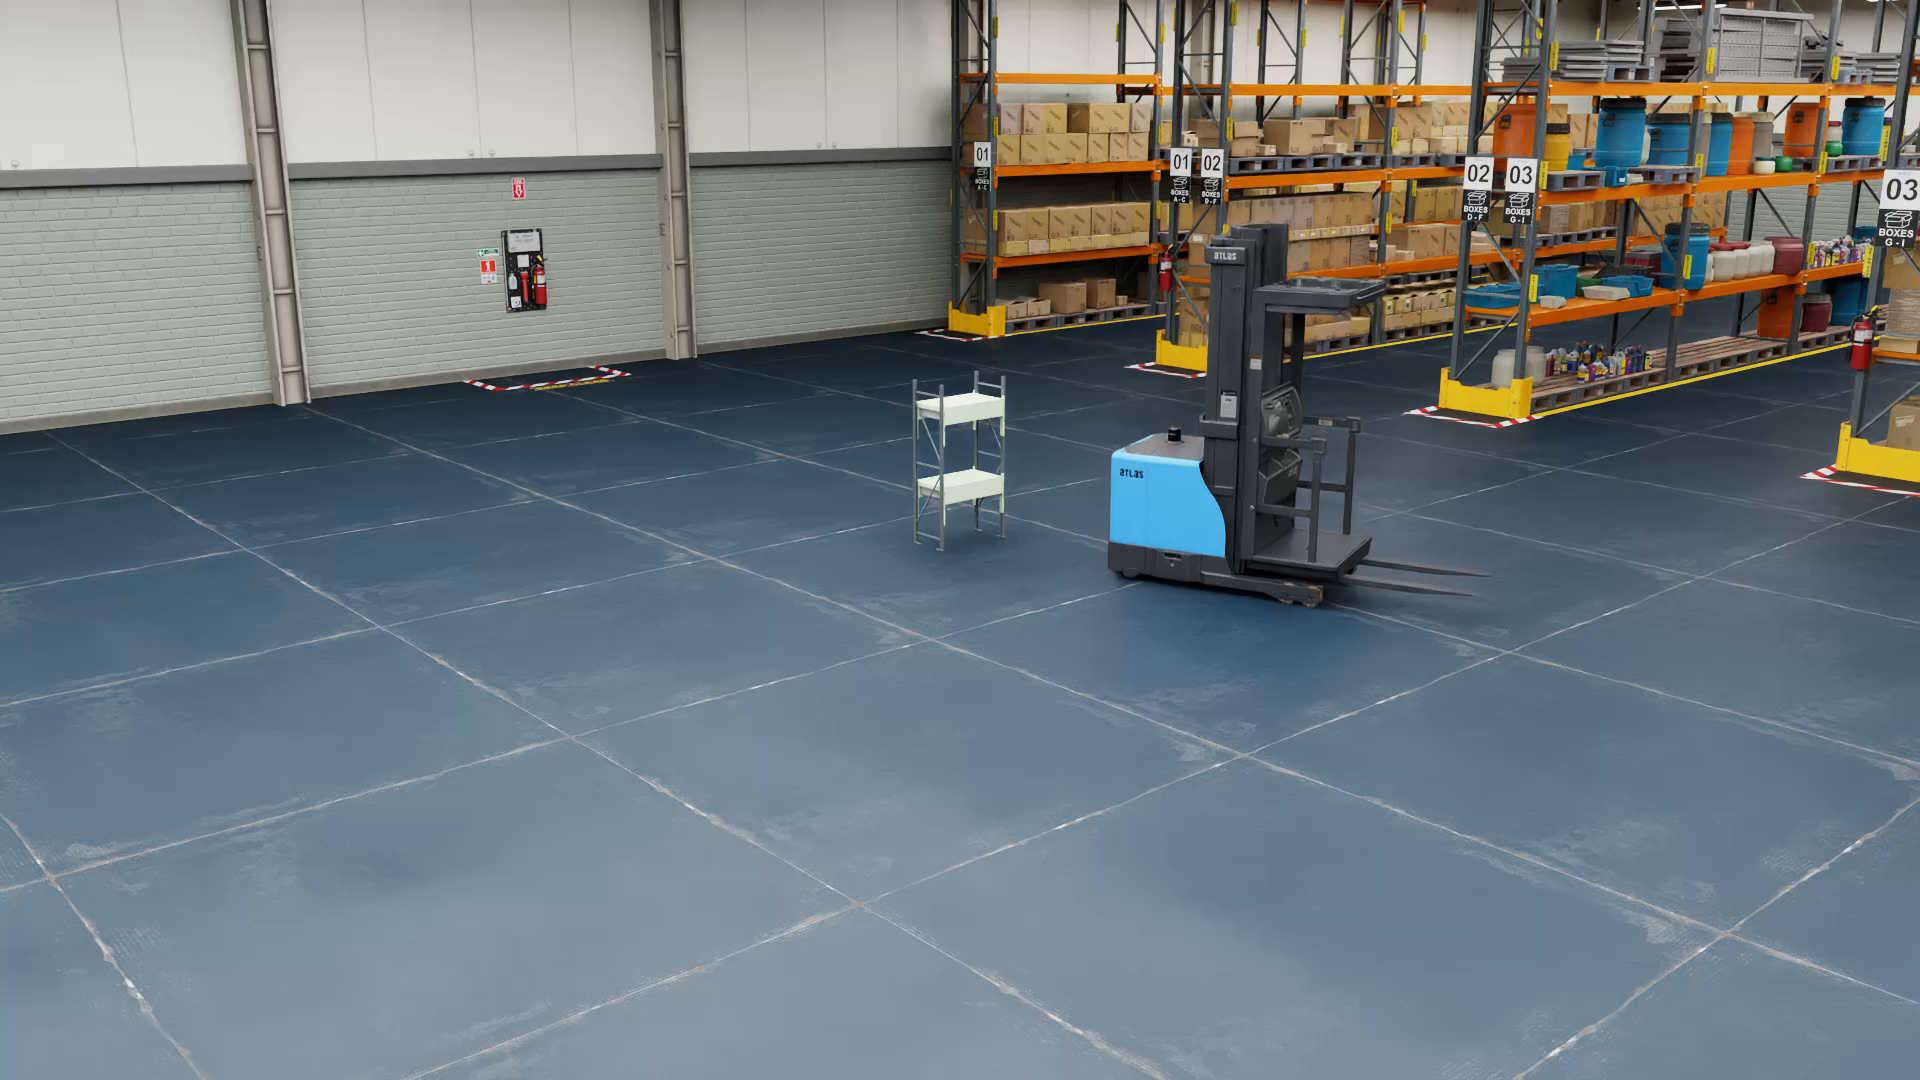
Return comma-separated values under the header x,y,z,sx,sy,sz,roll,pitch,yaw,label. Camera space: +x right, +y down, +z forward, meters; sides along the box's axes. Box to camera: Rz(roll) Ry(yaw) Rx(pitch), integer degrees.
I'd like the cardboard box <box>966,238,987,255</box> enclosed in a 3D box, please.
x,y,z,sx,sy,sz,roll,pitch,yaw,label
0.454,-5.072,28.678,0.500,0.250,0.500,-12,19,-39,cardboard box

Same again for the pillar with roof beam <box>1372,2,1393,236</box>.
x,y,z,sx,sy,sz,roll,pitch,yaw,label
12.068,-9.398,32.996,0.400,9.000,9.100,-13,19,-39,pillar with roof beam

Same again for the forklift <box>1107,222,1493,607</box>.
x,y,z,sx,sy,sz,roll,pitch,yaw,label
2.794,-1.037,13.454,3.031,2.935,1.130,8,17,27,forklift

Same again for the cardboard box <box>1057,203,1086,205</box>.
x,y,z,sx,sy,sz,roll,pitch,yaw,label
1.982,-5.786,29.897,0.500,0.500,0.500,-12,19,-38,cardboard box

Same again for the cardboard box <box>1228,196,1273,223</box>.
x,y,z,sx,sy,sz,roll,pitch,yaw,label
4.277,-4.905,25.093,0.500,0.500,0.700,-13,20,-41,cardboard box

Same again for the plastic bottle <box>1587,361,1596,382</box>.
x,y,z,sx,sy,sz,roll,pitch,yaw,label
8.487,-2.271,22.349,0.133,0.283,0.061,-12,19,-38,plastic bottle

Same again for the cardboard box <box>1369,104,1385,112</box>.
x,y,z,sx,sy,sz,roll,pitch,yaw,label
8.531,-9.000,34.817,0.500,0.250,0.500,-11,18,-35,cardboard box

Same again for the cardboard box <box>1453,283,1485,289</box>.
x,y,z,sx,sy,sz,roll,pitch,yaw,label
8.897,-4.329,29.071,0.500,0.311,0.500,-13,20,-40,cardboard box

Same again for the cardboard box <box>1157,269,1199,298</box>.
x,y,z,sx,sy,sz,roll,pitch,yaw,label
4.147,-4.926,31.869,0.500,0.500,0.700,-13,20,-40,cardboard box

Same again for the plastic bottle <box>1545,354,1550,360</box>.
x,y,z,sx,sy,sz,roll,pitch,yaw,label
8.038,-2.420,22.921,0.135,0.276,0.152,-12,19,-39,plastic bottle

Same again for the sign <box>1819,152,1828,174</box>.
x,y,z,sx,sy,sz,roll,pitch,yaw,label
13.134,-5.737,25.306,0.005,0.325,0.100,-13,19,-39,sign

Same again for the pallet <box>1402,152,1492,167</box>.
x,y,z,sx,sy,sz,roll,pitch,yaw,label
8.223,-6.445,28.119,1.213,0.211,1.003,-12,19,-37,pallet

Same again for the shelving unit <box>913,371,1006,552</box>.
x,y,z,sx,sy,sz,roll,pitch,yaw,label
-0.005,-0.723,15.052,0.755,1.500,0.431,-13,19,-39,shelving unit

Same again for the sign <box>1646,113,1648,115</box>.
x,y,z,sx,sy,sz,roll,pitch,yaw,label
12.903,-7.869,31.319,0.005,0.325,0.100,-13,19,-39,sign

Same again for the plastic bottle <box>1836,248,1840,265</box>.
x,y,z,sx,sy,sz,roll,pitch,yaw,label
14.108,-4.563,26.771,0.097,0.271,0.097,0,15,0,plastic bottle

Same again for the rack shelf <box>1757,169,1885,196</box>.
x,y,z,sx,sy,sz,roll,pitch,yaw,label
14.276,-5.885,27.050,4.000,0.370,1.077,-13,19,-39,rack shelf

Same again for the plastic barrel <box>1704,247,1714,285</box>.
x,y,z,sx,sy,sz,roll,pitch,yaw,label
10.615,-3.952,23.969,0.433,0.535,0.433,0,15,0,plastic barrel

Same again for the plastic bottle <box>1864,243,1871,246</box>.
x,y,z,sx,sy,sz,roll,pitch,yaw,label
15.044,-4.785,27.592,0.135,0.276,0.152,-13,19,-39,plastic bottle

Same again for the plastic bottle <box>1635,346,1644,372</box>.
x,y,z,sx,sy,sz,roll,pitch,yaw,label
9.453,-2.534,23.206,0.185,0.351,0.144,-13,20,-41,plastic bottle

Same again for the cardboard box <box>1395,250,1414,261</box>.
x,y,z,sx,sy,sz,roll,pitch,yaw,label
7.304,-4.721,27.597,0.250,0.149,0.380,-13,19,-39,cardboard box

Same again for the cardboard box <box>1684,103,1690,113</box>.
x,y,z,sx,sy,sz,roll,pitch,yaw,label
13.998,-8.415,32.996,0.500,0.500,0.700,-13,19,-39,cardboard box

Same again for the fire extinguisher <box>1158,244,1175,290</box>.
x,y,z,sx,sy,sz,roll,pitch,yaw,label
3.089,-4.087,24.889,0.183,0.674,0.296,-13,19,-39,fire extinguisher

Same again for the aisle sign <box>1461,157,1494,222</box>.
x,y,z,sx,sy,sz,roll,pitch,yaw,label
6.483,-4.391,20.838,0.004,0.787,0.394,-13,19,-39,aisle sign

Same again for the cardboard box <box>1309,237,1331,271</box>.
x,y,z,sx,sy,sz,roll,pitch,yaw,label
5.396,-4.529,26.198,0.500,0.500,0.700,-12,19,-39,cardboard box

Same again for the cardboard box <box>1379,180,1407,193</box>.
x,y,z,sx,sy,sz,roll,pitch,yaw,label
9.097,-7.486,35.200,0.500,0.250,0.500,-12,19,-38,cardboard box

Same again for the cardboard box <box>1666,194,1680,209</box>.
x,y,z,sx,sy,sz,roll,pitch,yaw,label
13.853,-6.818,32.830,0.500,0.500,0.500,-13,20,-41,cardboard box

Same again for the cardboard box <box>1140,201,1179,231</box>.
x,y,z,sx,sy,sz,roll,pitch,yaw,label
3.653,-6.036,30.988,0.500,0.500,0.700,-13,19,-39,cardboard box

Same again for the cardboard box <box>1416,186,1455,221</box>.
x,y,z,sx,sy,sz,roll,pitch,yaw,label
10.256,-7.407,36.586,0.700,0.700,0.980,-13,20,-41,cardboard box

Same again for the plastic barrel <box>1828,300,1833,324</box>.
x,y,z,sx,sy,sz,roll,pitch,yaw,label
14.344,-3.836,27.805,0.421,0.512,0.421,0,15,0,plastic barrel

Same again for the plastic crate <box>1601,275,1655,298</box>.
x,y,z,sx,sy,sz,roll,pitch,yaw,label
9.093,-3.455,22.659,0.616,0.251,0.499,-13,19,-39,plastic crate

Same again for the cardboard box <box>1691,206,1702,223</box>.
x,y,z,sx,sy,sz,roll,pitch,yaw,label
14.625,-6.512,33.623,0.500,0.500,0.500,-12,19,-39,cardboard box

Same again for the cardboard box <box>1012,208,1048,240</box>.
x,y,z,sx,sy,sz,roll,pitch,yaw,label
1.166,-5.421,28.533,0.500,0.500,0.500,-13,19,-39,cardboard box

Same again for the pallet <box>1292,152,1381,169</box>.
x,y,z,sx,sy,sz,roll,pitch,yaw,label
5.874,-5.989,26.216,1.213,0.211,1.003,-13,19,-39,pallet

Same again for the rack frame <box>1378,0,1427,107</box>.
x,y,z,sx,sy,sz,roll,pitch,yaw,label
9.281,-9.949,35.059,0.127,3.000,1.000,-13,19,-39,rack frame

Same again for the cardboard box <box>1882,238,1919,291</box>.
x,y,z,sx,sy,sz,roll,pitch,yaw,label
10.236,-2.941,17.741,0.500,0.500,0.500,-13,19,-39,cardboard box

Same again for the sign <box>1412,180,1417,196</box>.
x,y,z,sx,sy,sz,roll,pitch,yaw,label
9.645,-7.468,35.305,0.005,0.325,0.100,-13,19,-39,sign

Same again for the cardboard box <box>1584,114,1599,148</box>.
x,y,z,sx,sy,sz,roll,pitch,yaw,label
11.618,-7.647,31.052,0.600,0.600,0.600,-13,20,-40,cardboard box

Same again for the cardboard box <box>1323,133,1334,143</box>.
x,y,z,sx,sy,sz,roll,pitch,yaw,label
5.541,-6.283,26.234,0.500,0.311,0.500,-14,20,-42,cardboard box

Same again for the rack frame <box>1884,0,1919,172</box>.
x,y,z,sx,sy,sz,roll,pitch,yaw,label
9.983,-5.023,16.618,0.127,3.000,1.000,-13,19,-39,rack frame

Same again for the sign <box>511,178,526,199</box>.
x,y,z,sx,sy,sz,roll,pitch,yaw,label
-6.298,-5.015,23.721,0.199,0.298,0.001,-13,19,-39,sign

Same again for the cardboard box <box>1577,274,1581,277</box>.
x,y,z,sx,sy,sz,roll,pitch,yaw,label
11.213,-4.699,31.020,0.500,0.500,0.500,-14,20,-41,cardboard box

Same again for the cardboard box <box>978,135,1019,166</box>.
x,y,z,sx,sy,sz,roll,pitch,yaw,label
0.645,-6.533,27.850,0.500,0.500,0.500,-12,19,-38,cardboard box

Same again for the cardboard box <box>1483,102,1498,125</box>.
x,y,z,sx,sy,sz,roll,pitch,yaw,label
11.541,-9.459,36.866,0.500,0.500,0.500,-12,19,-38,cardboard box

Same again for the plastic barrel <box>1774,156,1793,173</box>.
x,y,z,sx,sy,sz,roll,pitch,yaw,label
12.614,-5.767,25.515,0.294,0.245,0.294,0,15,0,plastic barrel

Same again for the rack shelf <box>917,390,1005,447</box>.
x,y,z,sx,sy,sz,roll,pitch,yaw,label
-0.005,-1.100,14.951,0.720,0.370,0.431,-13,19,-39,rack shelf

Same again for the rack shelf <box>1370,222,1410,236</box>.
x,y,z,sx,sy,sz,roll,pitch,yaw,label
7.773,-6.364,34.658,4.000,0.370,1.077,-13,19,-39,rack shelf

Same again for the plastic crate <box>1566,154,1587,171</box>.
x,y,z,sx,sy,sz,roll,pitch,yaw,label
7.973,-4.912,22.046,0.575,0.384,0.392,-13,19,-39,plastic crate

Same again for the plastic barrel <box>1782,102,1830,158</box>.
x,y,z,sx,sy,sz,roll,pitch,yaw,label
13.197,-6.400,25.937,0.708,0.830,0.600,-13,19,-39,plastic barrel

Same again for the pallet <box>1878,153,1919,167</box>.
x,y,z,sx,sy,sz,roll,pitch,yaw,label
15.257,-6.328,27.682,1.003,0.211,1.213,-13,19,-39,pallet

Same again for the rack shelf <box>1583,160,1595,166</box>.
x,y,z,sx,sy,sz,roll,pitch,yaw,label
11.027,-6.850,30.663,4.000,0.370,1.077,-13,19,-39,rack shelf

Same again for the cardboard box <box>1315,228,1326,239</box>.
x,y,z,sx,sy,sz,roll,pitch,yaw,label
5.478,-4.791,25.922,0.250,0.149,0.380,-12,19,-38,cardboard box

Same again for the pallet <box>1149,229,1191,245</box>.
x,y,z,sx,sy,sz,roll,pitch,yaw,label
3.918,-5.704,31.163,1.213,0.211,1.003,-13,19,-39,pallet

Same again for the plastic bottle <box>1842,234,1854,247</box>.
x,y,z,sx,sy,sz,roll,pitch,yaw,label
15.276,-5.095,28.607,0.185,0.351,0.144,-13,19,-39,plastic bottle

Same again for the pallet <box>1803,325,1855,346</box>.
x,y,z,sx,sy,sz,roll,pitch,yaw,label
14.254,-3.444,27.736,1.213,0.211,1.003,-13,19,-39,pallet

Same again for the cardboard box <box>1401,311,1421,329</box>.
x,y,z,sx,sy,sz,roll,pitch,yaw,label
7.354,-3.713,27.851,0.500,0.250,0.500,-12,19,-38,cardboard box

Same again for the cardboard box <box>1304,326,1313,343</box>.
x,y,z,sx,sy,sz,roll,pitch,yaw,label
5.167,-3.230,26.044,0.500,0.250,0.500,-13,19,-39,cardboard box

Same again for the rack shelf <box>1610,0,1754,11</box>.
x,y,z,sx,sy,sz,roll,pitch,yaw,label
14.045,-10.582,32.384,4.000,0.370,1.077,-13,19,-39,rack shelf

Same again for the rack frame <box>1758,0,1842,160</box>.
x,y,z,sx,sy,sz,roll,pitch,yaw,label
12.767,-7.343,25.302,0.127,3.000,1.000,-13,19,-39,rack frame
